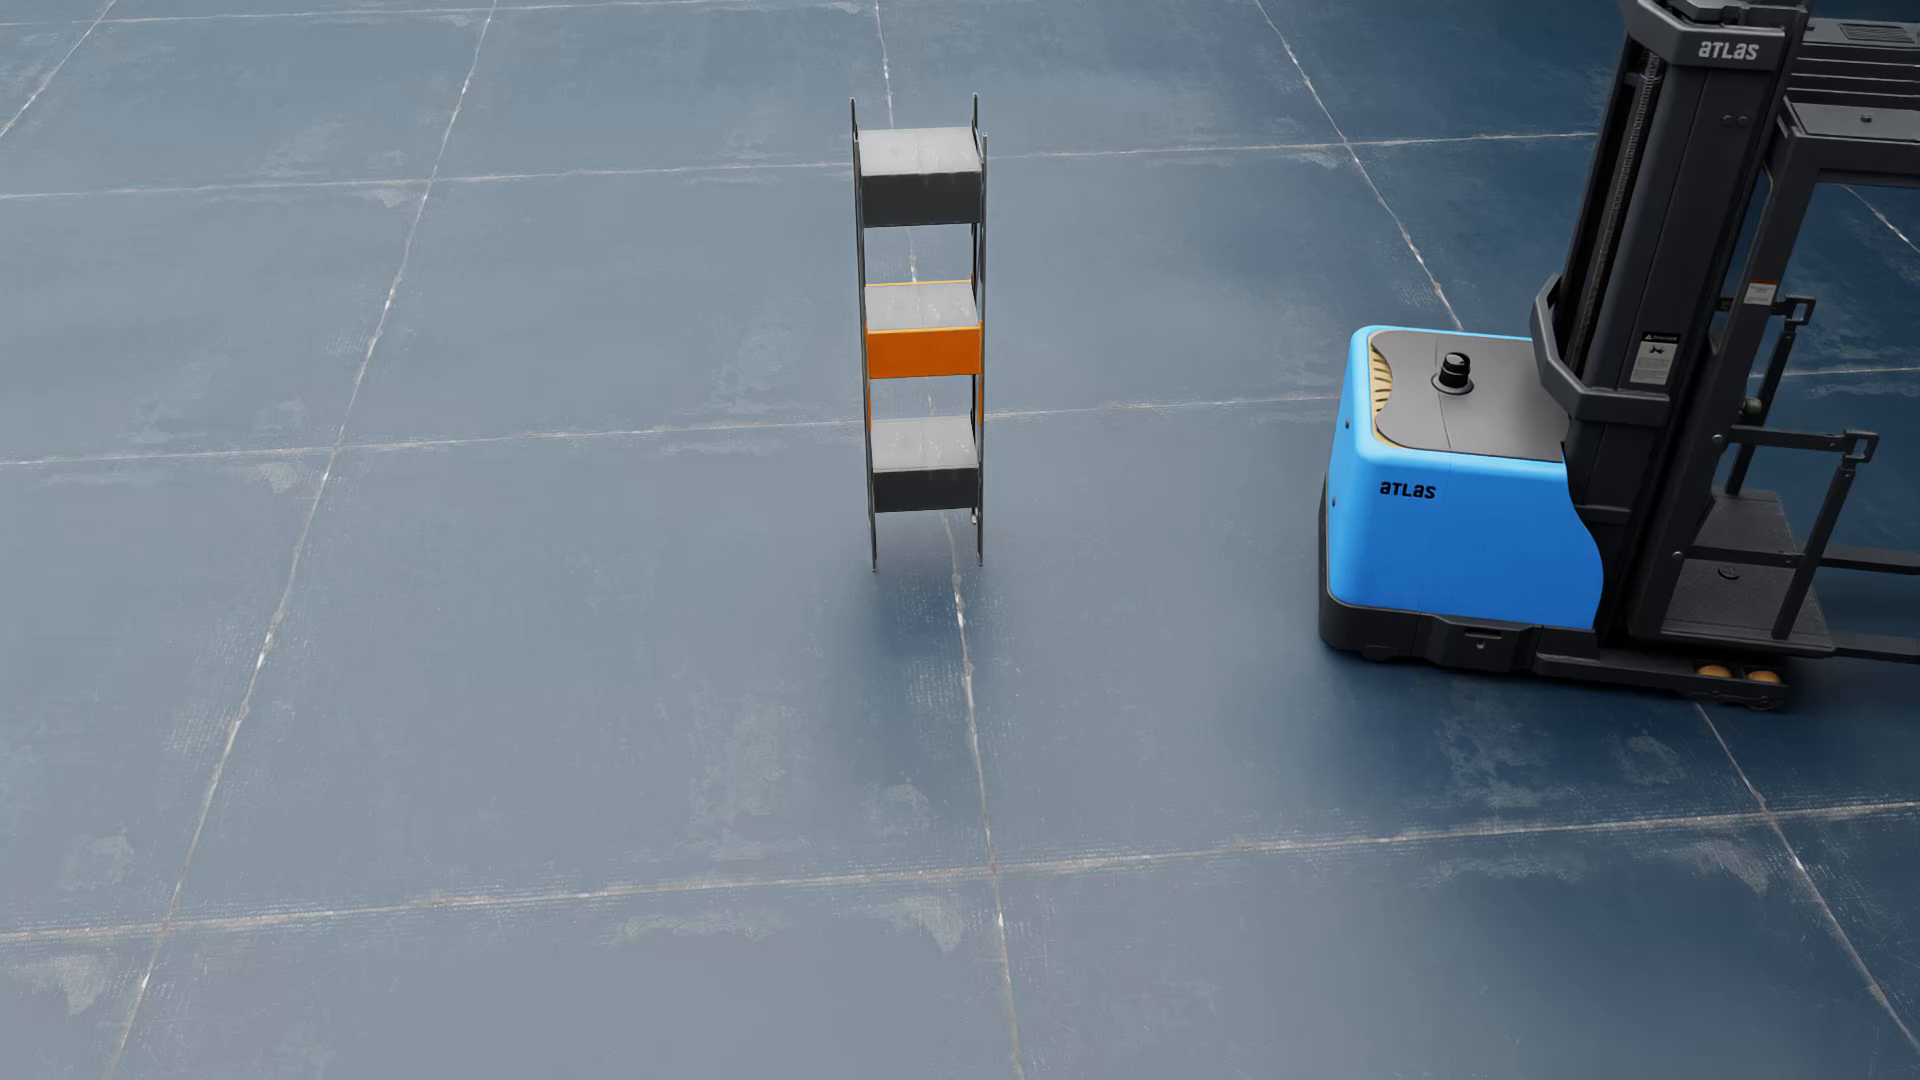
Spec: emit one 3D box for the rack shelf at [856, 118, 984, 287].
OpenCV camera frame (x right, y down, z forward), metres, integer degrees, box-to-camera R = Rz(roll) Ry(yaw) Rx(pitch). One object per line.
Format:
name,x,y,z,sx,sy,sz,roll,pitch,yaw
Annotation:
rack shelf,-0.165,-1.354,6.663,0.480,0.518,0.431,-3,38,-4

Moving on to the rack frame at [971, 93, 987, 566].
rack frame,0.078,-0.829,7.105,0.015,2.100,0.400,-3,38,-4

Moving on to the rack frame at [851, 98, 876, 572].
rack frame,-0.408,-0.802,7.071,0.015,2.100,0.400,-3,38,-4

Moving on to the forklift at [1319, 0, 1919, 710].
forklift,3.106,-0.806,6.405,3.031,2.935,1.130,6,39,7

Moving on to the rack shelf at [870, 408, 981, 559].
rack shelf,-0.165,-0.255,7.530,0.480,0.518,0.431,-3,38,-4

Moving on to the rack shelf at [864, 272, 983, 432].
rack shelf,-0.165,-0.805,7.097,0.480,0.518,0.431,-3,38,-4

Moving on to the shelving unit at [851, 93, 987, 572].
shelving unit,-0.165,-0.815,7.088,0.503,2.100,0.431,-3,38,-4
